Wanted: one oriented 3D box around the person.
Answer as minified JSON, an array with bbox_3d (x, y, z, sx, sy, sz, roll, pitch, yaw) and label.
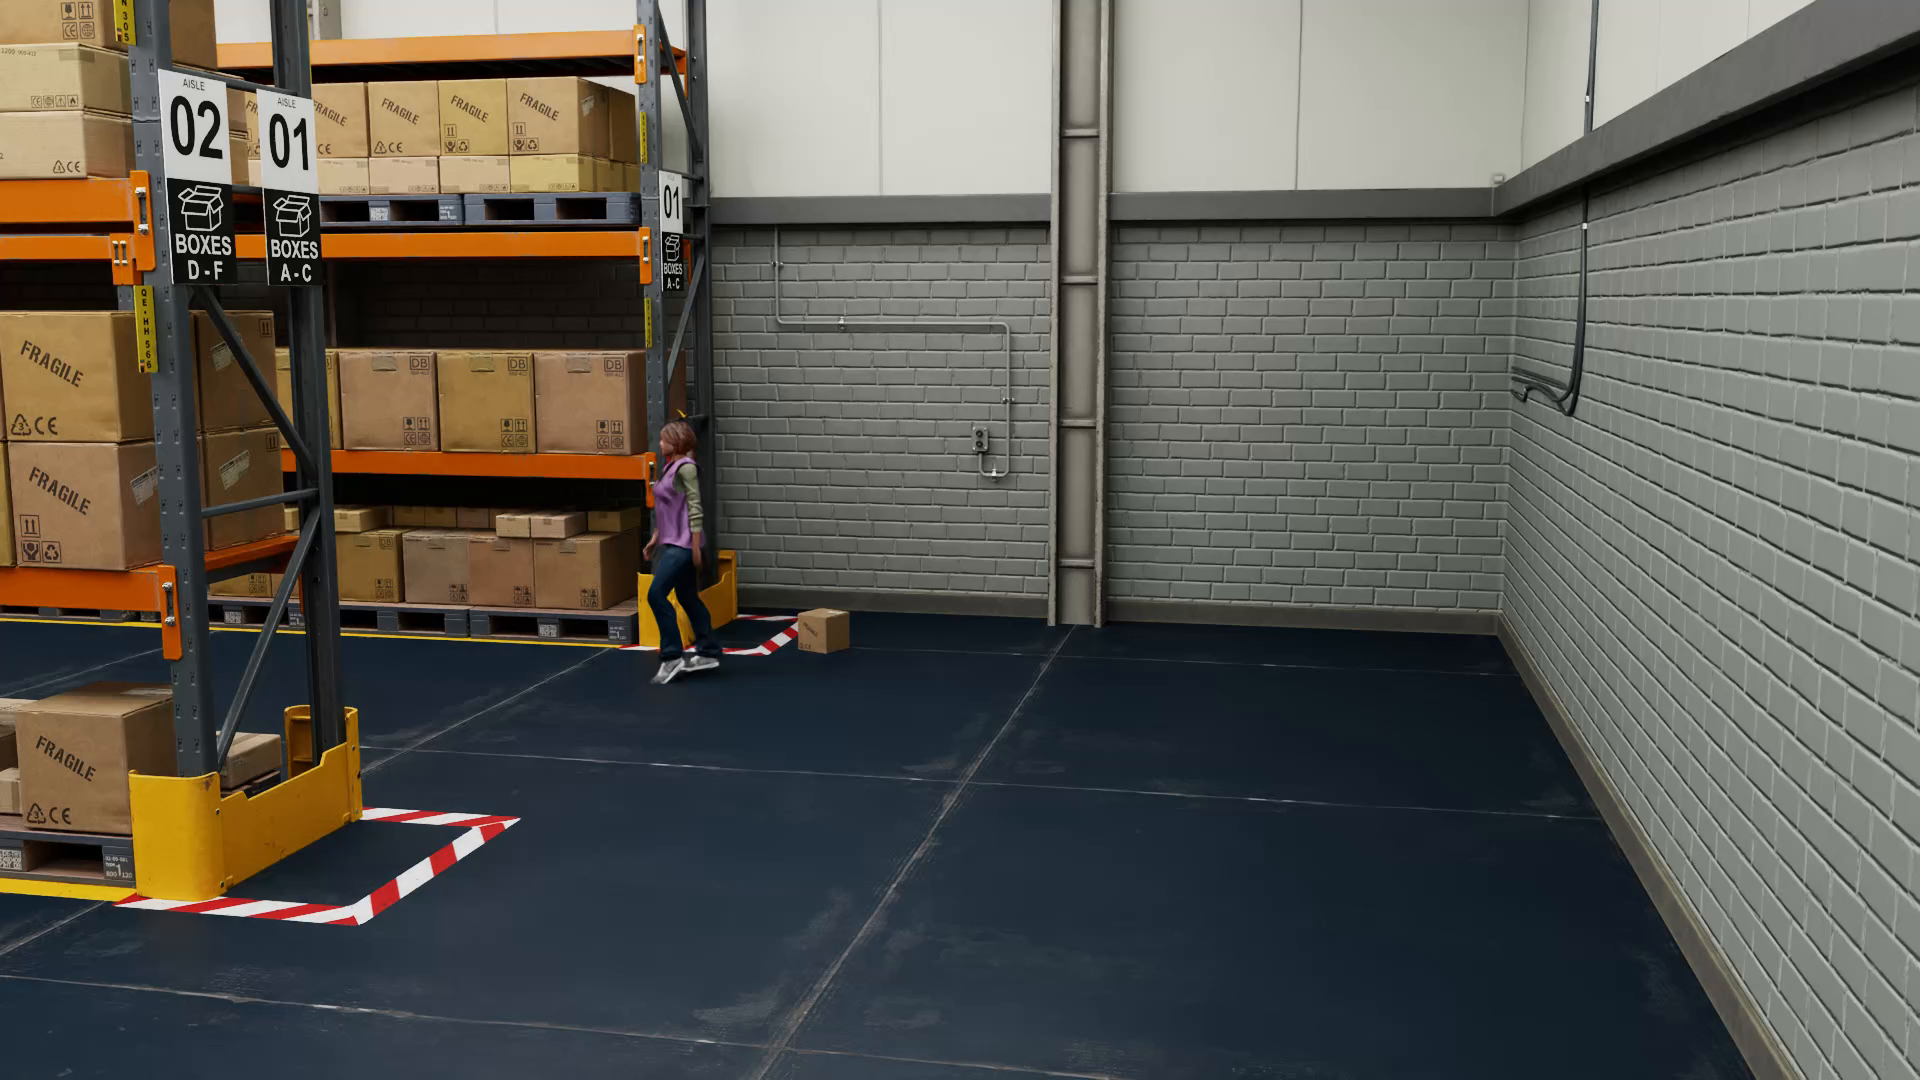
[{"bbox_3d":[-1.748,0.076,10.408,0.488,1.638,0.419,-3,9,-20],"label":"person"}]
